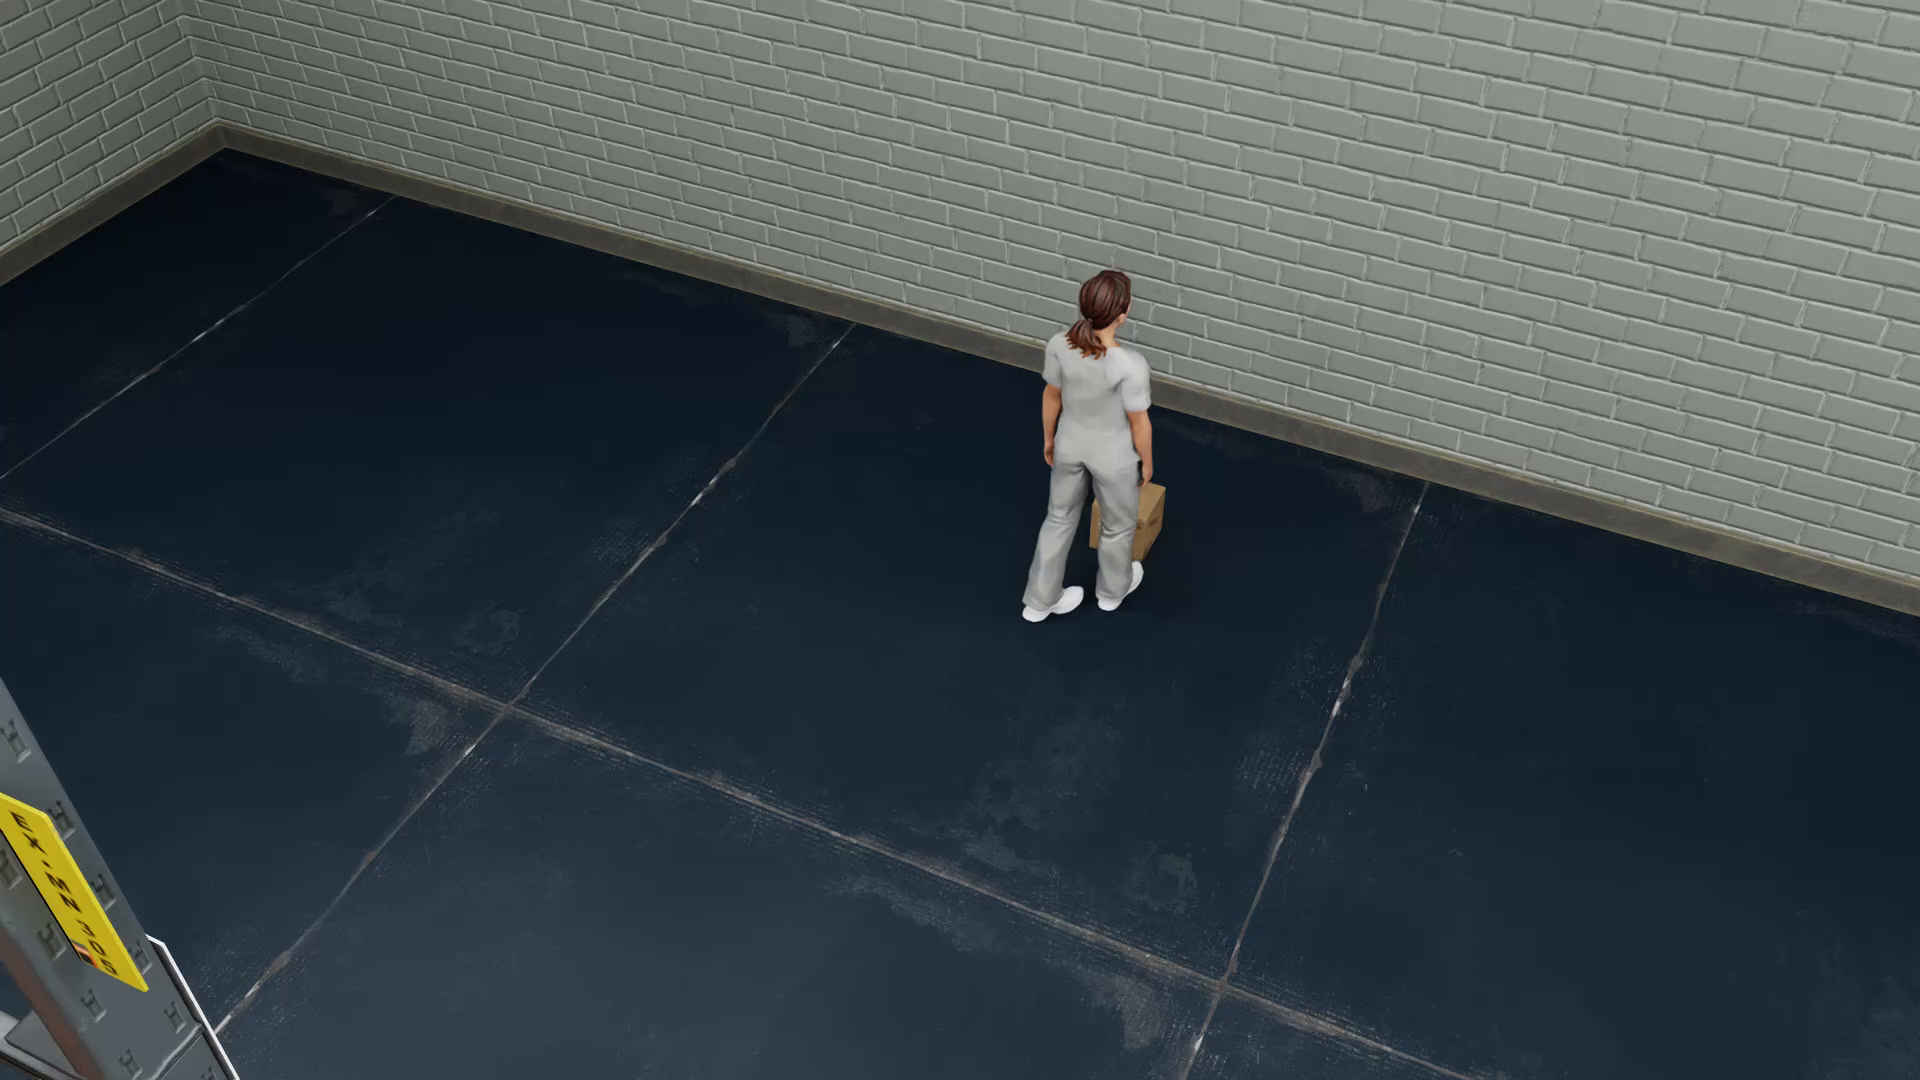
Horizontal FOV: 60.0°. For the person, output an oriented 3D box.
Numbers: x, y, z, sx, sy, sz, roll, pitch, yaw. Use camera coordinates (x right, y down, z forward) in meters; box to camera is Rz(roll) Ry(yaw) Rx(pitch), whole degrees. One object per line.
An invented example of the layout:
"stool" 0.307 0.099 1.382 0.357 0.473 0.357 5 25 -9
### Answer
"person" 0.555 -0.356 6.552 0.451 1.677 0.565 24 47 24
